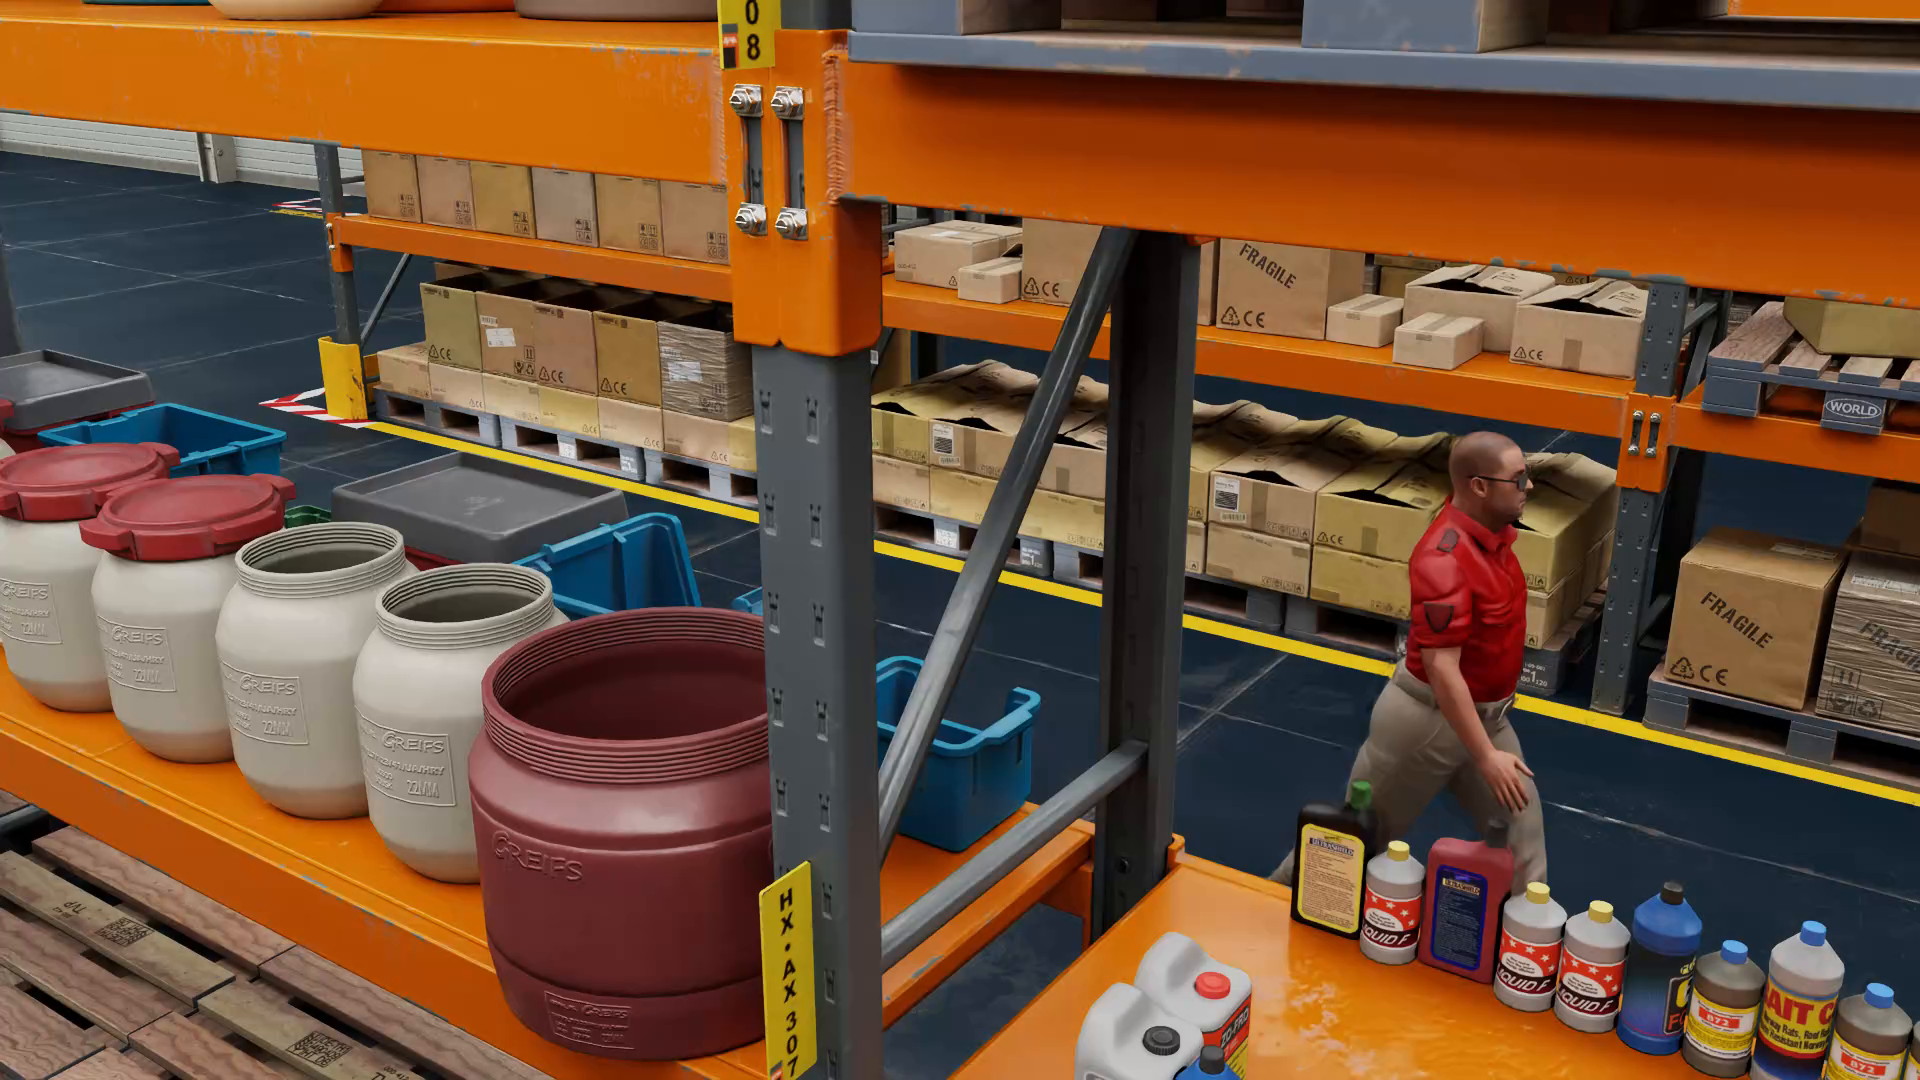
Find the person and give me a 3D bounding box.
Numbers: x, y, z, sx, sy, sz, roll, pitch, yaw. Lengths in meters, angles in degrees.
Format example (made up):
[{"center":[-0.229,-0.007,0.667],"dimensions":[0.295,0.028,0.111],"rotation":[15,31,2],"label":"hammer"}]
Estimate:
[{"center":[1.408,0.503,4.690],"dimensions":[1.089,1.662,0.564],"rotation":[14,24,33],"label":"person"}]
